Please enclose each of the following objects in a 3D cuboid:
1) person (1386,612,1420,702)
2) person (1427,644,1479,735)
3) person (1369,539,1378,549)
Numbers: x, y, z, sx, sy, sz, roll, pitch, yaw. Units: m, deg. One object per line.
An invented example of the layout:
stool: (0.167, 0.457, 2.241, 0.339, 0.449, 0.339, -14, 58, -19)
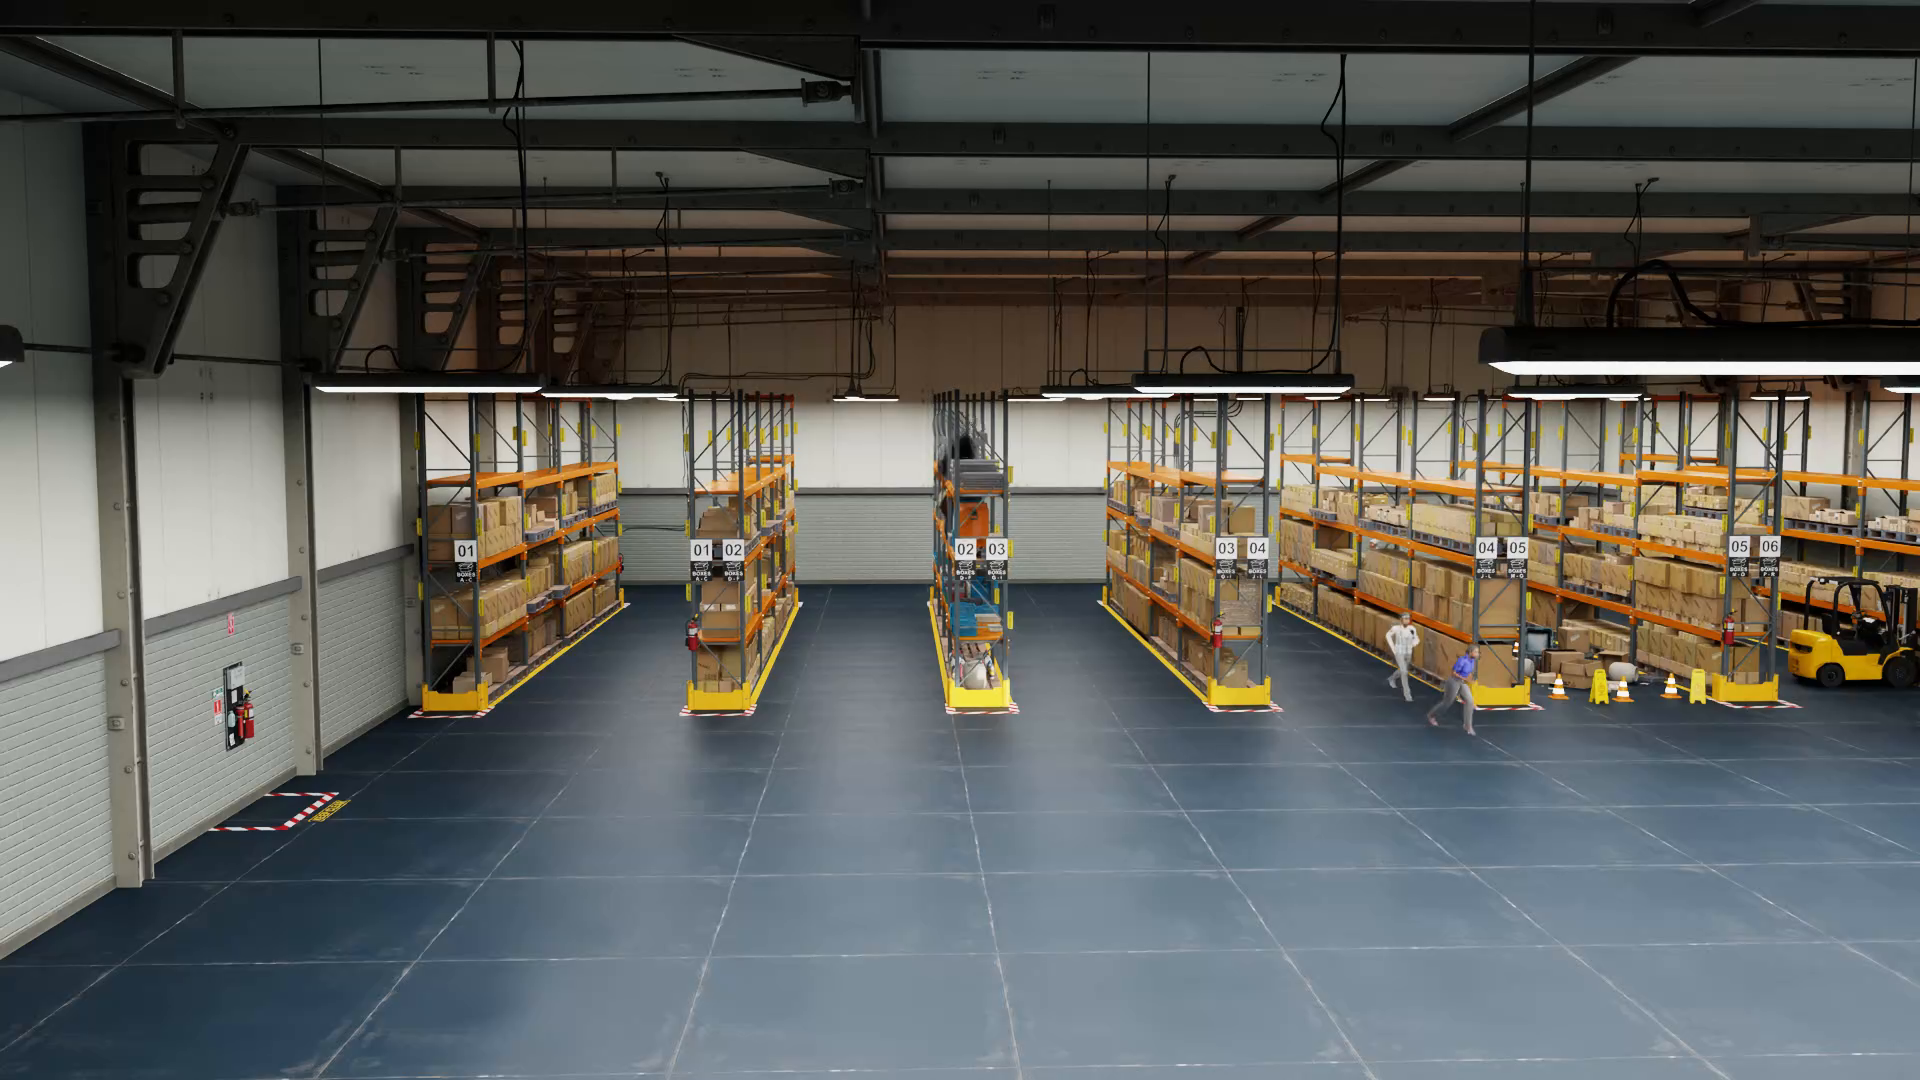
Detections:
person: (8.658, 2.249, 32.506, 0.568, 1.739, 1.038, -1, 5, -17)
person: (8.651, 2.588, 29.168, 0.617, 1.615, 0.967, -5, 7, -45)
person: (12.193, 0.848, 49.045, 0.863, 1.771, 0.657, -1, 5, -7)
